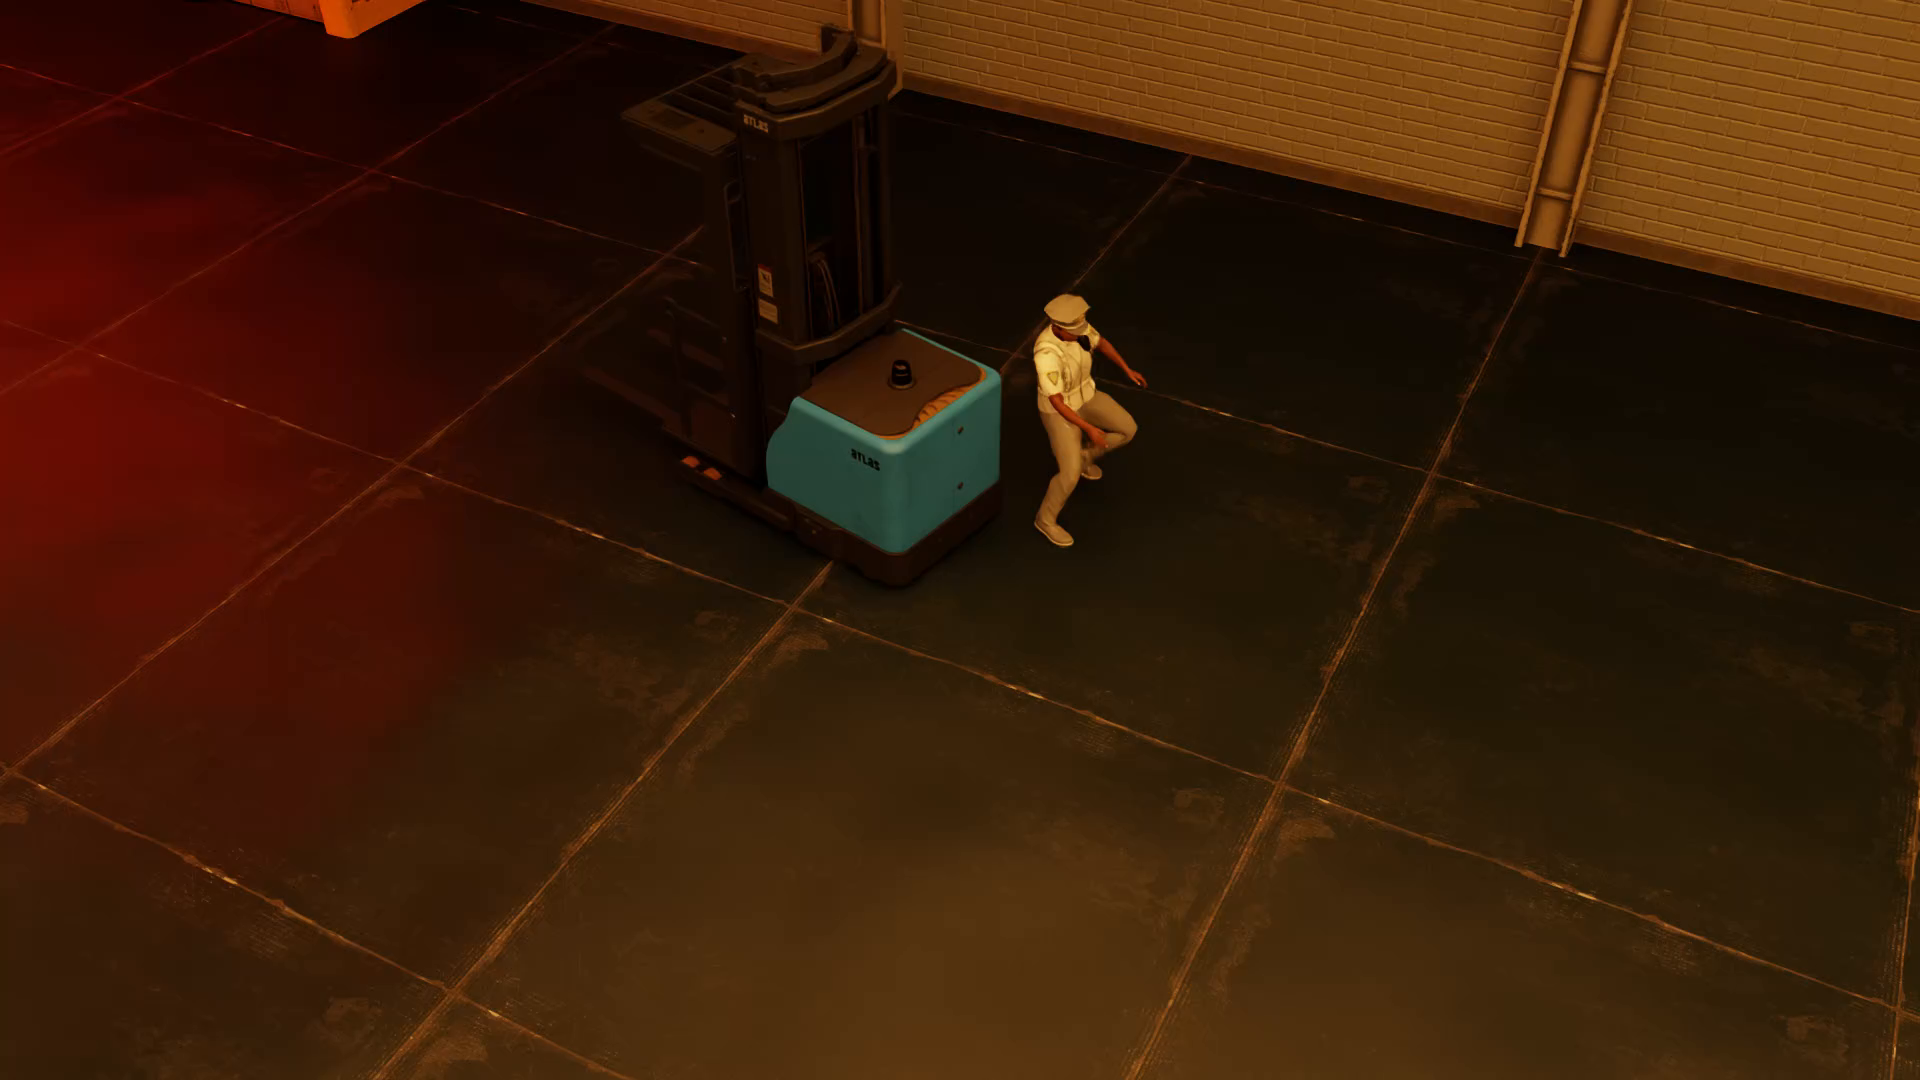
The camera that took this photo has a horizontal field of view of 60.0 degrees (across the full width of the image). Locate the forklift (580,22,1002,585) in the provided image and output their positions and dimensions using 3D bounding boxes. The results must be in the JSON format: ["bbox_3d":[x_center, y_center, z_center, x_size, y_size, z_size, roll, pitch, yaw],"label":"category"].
[{"bbox_3d":[-1.200,-1.649,9.944,3.031,2.935,1.130,28,47,29],"label":"forklift"}]

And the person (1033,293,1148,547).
[{"bbox_3d":[0.755,-0.770,10.032,0.714,1.469,0.789,29,48,30],"label":"person"}]
